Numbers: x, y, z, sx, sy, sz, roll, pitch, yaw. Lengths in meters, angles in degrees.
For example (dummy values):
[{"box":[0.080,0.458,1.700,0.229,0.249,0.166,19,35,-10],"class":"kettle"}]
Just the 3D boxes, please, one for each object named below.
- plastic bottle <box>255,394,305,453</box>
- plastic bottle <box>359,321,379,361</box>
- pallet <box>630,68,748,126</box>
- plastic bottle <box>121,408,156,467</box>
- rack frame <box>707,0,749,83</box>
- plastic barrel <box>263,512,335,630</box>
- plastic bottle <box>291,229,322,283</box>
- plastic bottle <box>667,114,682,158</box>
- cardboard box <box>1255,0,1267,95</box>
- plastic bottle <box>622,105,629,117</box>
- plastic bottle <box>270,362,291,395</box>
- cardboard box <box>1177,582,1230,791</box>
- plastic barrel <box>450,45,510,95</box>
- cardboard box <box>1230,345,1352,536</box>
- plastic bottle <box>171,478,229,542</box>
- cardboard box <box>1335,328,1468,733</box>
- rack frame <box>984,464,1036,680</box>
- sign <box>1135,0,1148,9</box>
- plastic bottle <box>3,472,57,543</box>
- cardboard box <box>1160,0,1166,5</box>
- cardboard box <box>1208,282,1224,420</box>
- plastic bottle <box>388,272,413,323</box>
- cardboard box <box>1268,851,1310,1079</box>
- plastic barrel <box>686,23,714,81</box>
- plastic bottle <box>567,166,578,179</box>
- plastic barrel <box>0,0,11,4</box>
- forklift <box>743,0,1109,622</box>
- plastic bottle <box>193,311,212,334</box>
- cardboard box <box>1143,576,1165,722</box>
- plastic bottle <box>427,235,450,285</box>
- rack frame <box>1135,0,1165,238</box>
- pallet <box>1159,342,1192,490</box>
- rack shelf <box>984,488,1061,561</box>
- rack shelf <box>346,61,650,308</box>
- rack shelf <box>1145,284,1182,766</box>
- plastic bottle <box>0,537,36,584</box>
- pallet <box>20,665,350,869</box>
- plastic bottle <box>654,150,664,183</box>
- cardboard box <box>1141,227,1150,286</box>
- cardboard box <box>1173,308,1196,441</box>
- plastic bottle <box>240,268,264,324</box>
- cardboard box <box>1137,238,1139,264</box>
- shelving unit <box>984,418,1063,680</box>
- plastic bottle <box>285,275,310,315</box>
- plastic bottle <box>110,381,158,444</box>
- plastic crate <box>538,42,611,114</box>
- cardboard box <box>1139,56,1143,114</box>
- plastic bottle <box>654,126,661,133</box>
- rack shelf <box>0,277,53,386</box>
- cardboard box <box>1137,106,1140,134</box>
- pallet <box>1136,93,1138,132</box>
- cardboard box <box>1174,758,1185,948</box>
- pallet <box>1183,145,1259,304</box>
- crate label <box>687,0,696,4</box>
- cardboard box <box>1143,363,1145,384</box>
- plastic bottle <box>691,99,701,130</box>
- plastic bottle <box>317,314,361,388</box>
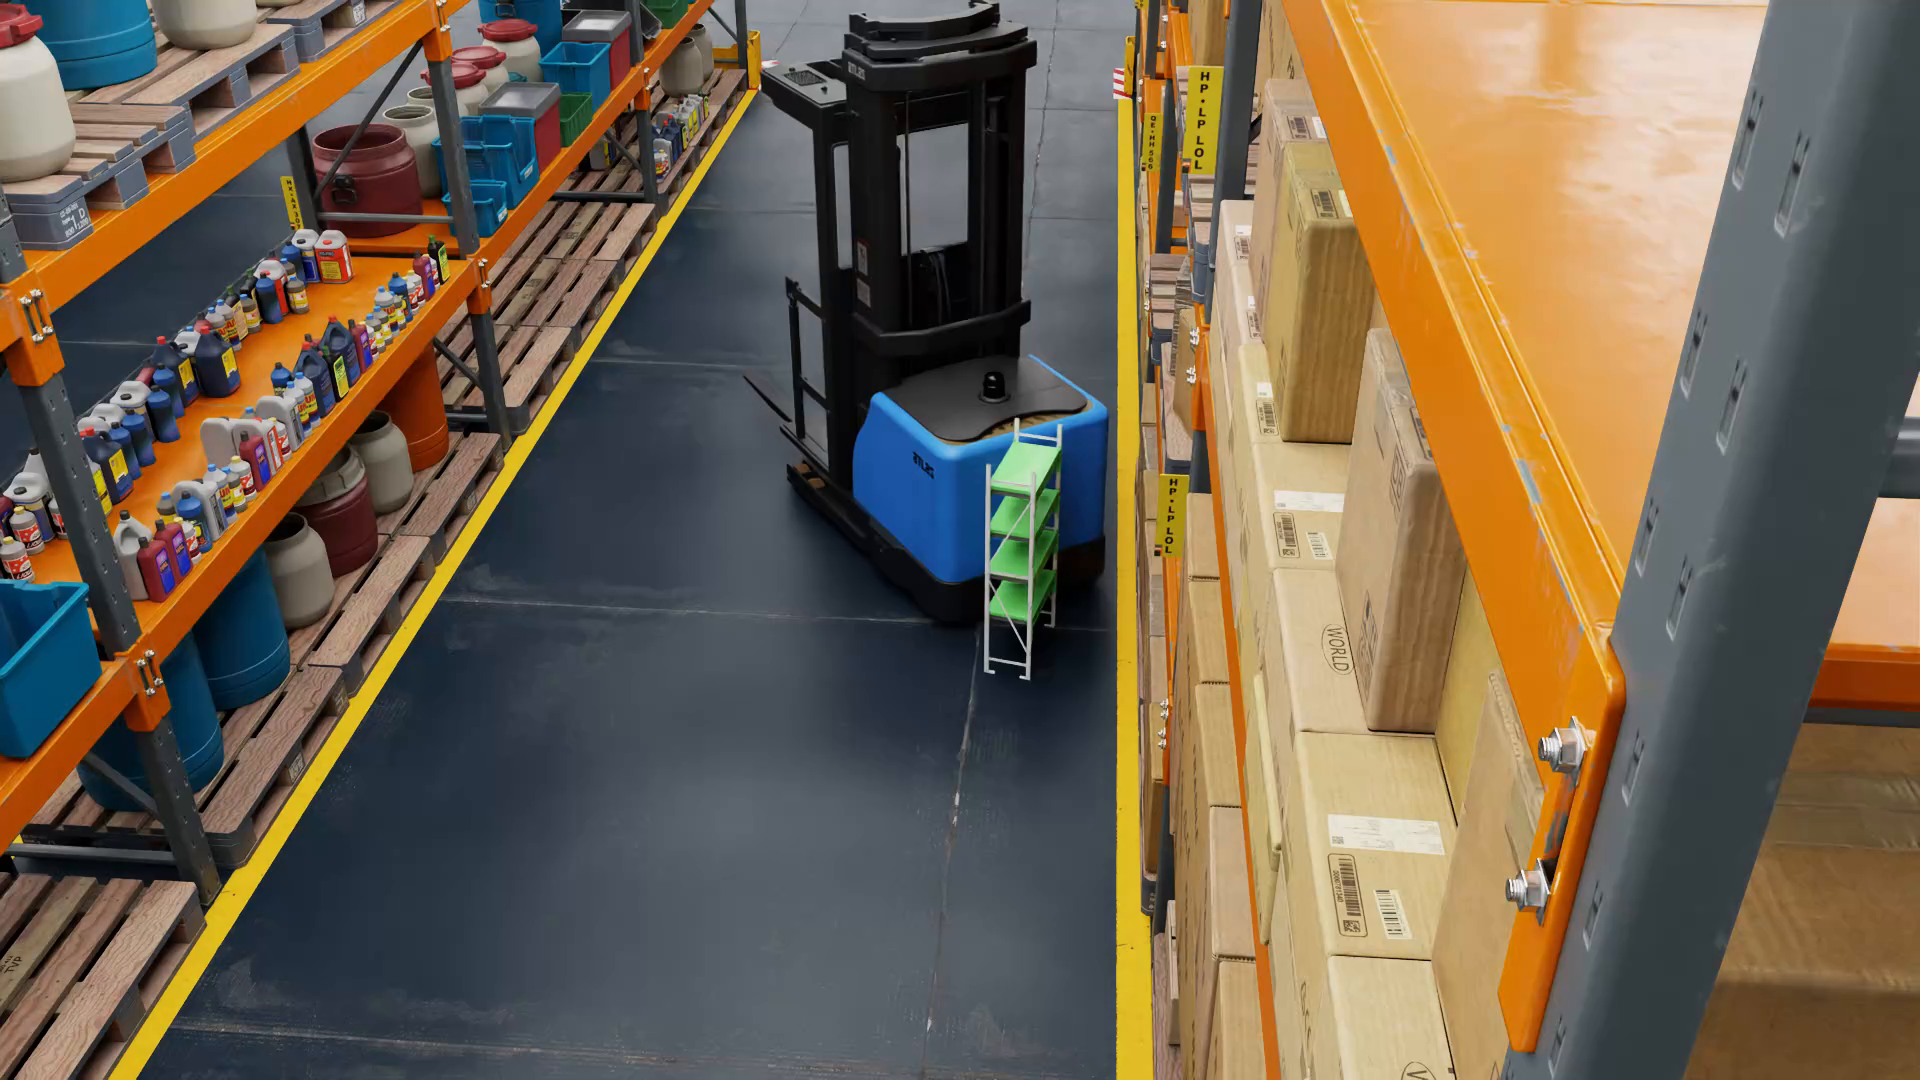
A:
[{"box":[-3.147,-0.558,7.695,0.152,0.276,0.135,2,32,4],"class":"plastic bottle"},{"box":[-3.043,-1.020,8.516,0.097,0.201,0.097,0,32,0],"class":"plastic bottle"},{"box":[-2.712,-4.401,16.470,1.003,0.211,1.213,2,32,4],"class":"pallet"},{"box":[-3.741,-0.474,7.563,0.097,0.271,0.097,0,32,0],"class":"plastic bottle"},{"box":[-2.682,-6.054,16.495,1.000,3.000,0.127,2,32,4],"class":"rack frame"},{"box":[-3.405,0.155,8.390,0.421,0.512,0.421,0,32,0],"class":"plastic barrel"},{"box":[-3.690,-1.606,9.395,0.152,0.276,0.135,2,32,4],"class":"plastic bottle"},{"box":[-2.513,-3.525,14.497,0.144,0.351,0.185,1,32,2],"class":"plastic bottle"},{"box":[1.498,-2.065,6.571,0.600,0.600,0.600,1,32,2],"class":"cardboard box"},{"box":[-3.148,-4.061,15.509,0.097,0.201,0.097,0,32,0],"class":"plastic bottle"},{"box":[-3.238,-0.723,7.968,0.097,0.271,0.097,0,32,0],"class":"plastic bottle"},{"box":[0.918,0.470,4.860,0.500,0.500,0.500,2,32,2],"class":"cardboard box"},{"box":[-3.364,-3.146,11.647,0.433,0.535,0.433,0,32,0],"class":"plastic barrel"},{"box":[0.900,-0.226,3.845,0.500,0.250,0.500,2,32,4],"class":"cardboard box"},{"box":[-3.211,-0.144,7.023,0.152,0.276,0.135,2,32,4],"class":"plastic bottle"},{"box":[1.037,-0.013,2.784,0.700,0.500,0.500,2,32,4],"class":"cardboard box"},{"box":[0.240,0.174,8.104,0.240,1.200,0.015,9,33,15],"class":"rack frame"},{"box":[1.376,-4.174,12.544,0.100,0.325,0.005,2,32,4],"class":"sign"},{"box":[-3.919,-0.138,7.013,0.152,0.276,0.135,2,32,4],"class":"plastic bottle"},{"box":[1.738,-4.219,12.804,0.380,0.149,0.250,2,32,4],"class":"cardboard box"},{"box":[0.992,-0.535,4.824,0.500,0.250,0.500,2,32,4],"class":"cardboard box"},{"box":[-3.003,-1.305,8.911,0.097,0.271,0.097,0,32,0],"class":"plastic bottle"},{"box":[0.783,0.772,2.703,0.500,0.250,0.500,2,32,4],"class":"cardboard box"},{"box":[-2.659,-4.827,16.474,0.421,0.512,0.421,0,32,0],"class":"plastic barrel"},{"box":[-3.288,-3.162,14.049,0.097,0.201,0.097,0,32,0],"class":"plastic bottle"},{"box":[-3.787,-1.801,6.155,0.600,0.588,0.600,0,32,0],"class":"plastic barrel"},{"box":[-0.380,-1.560,9.268,1.130,2.935,3.031,-17,35,-25],"class":"forklift"},{"box":[-3.830,-1.007,8.416,0.061,0.283,0.133,2,32,4],"class":"plastic bottle"},{"box":[1.122,0.520,7.790,0.500,0.500,0.500,3,32,5],"class":"cardboard box"},{"box":[-2.941,-1.592,9.365,0.061,0.283,0.133,2,32,4],"class":"plastic bottle"},{"box":[1.929,-3.749,12.755,1.000,3.000,0.127,2,32,4],"class":"rack frame"},{"box":[1.450,-0.559,7.761,1.003,0.211,1.213,2,32,4],"class":"pallet"},{"box":[0.313,-0.098,8.210,0.258,0.148,0.480,9,33,15],"class":"rack shelf"},{"box":[-3.170,-2.611,11.593,1.077,0.370,4.000,2,32,4],"class":"rack shelf"},{"box":[1.441,-0.305,7.853,1.077,0.370,4.000,2,32,4],"class":"rack shelf"},{"box":[-3.823,0.081,6.729,0.097,0.201,0.097,0,32,0],"class":"plastic bottle"},{"box":[-3.554,1.006,7.697,1.003,0.211,1.213,2,32,4],"class":"pallet"},{"box":[-2.544,-3.136,13.942,0.097,0.271,0.097,0,32,0],"class":"plastic bottle"},{"box":[1.523,-1.987,11.581,0.500,0.311,0.500,3,32,5],"class":"cardboard box"},{"box":[1.360,-0.714,7.334,0.700,0.500,0.500,-5,32,-9],"class":"cardboard box"},{"box":[-3.784,-1.299,8.890,0.061,0.283,0.133,2,32,4],"class":"plastic bottle"},{"box":[1.607,-2.290,12.607,0.500,0.250,0.500,3,32,5],"class":"cardboard box"},{"box":[0.313,0.052,8.302,0.258,1.200,0.503,9,33,15],"class":"shelving unit"},{"box":[-3.602,-1.337,9.029,0.097,0.201,0.097,0,32,0],"class":"plastic bottle"},{"box":[-3.848,-0.593,7.752,0.152,0.276,0.135,2,32,4],"class":"plastic bottle"},{"box":[-2.787,-3.366,12.148,0.392,0.384,0.575,2,32,4],"class":"plastic crate"},{"box":[1.865,-4.113,14.851,0.500,0.500,0.500,2,32,4],"class":"cardboard box"},{"box":[-2.637,-3.474,14.489,0.097,0.271,0.097,0,32,0],"class":"plastic bottle"},{"box":[-3.821,0.296,4.018,1.077,0.370,4.000,2,32,4],"class":"rack shelf"},{"box":[1.866,-3.794,15.048,0.500,0.250,0.500,2,32,4],"class":"cardboard box"},{"box":[2.234,-4.252,16.229,1.003,0.211,1.213,2,32,4],"class":"pallet"},{"box":[0.926,0.914,5.092,0.500,0.500,0.500,3,32,5],"class":"cardboard box"},{"box":[1.401,-1.101,5.778,1.213,0.211,1.003,2,32,4],"class":"pallet"},{"box":[-2.562,-5.095,14.906,0.502,0.435,0.616,2,32,4],"class":"crate label"},{"box":[1.403,-0.951,10.435,0.500,0.250,0.500,3,32,5],"class":"cardboard box"},{"box":[-2.453,-3.900,15.176,0.152,0.276,0.135,2,32,3],"class":"plastic bottle"},{"box":[-3.088,-0.941,8.246,0.144,0.351,0.185,2,32,4],"class":"plastic bottle"}]
